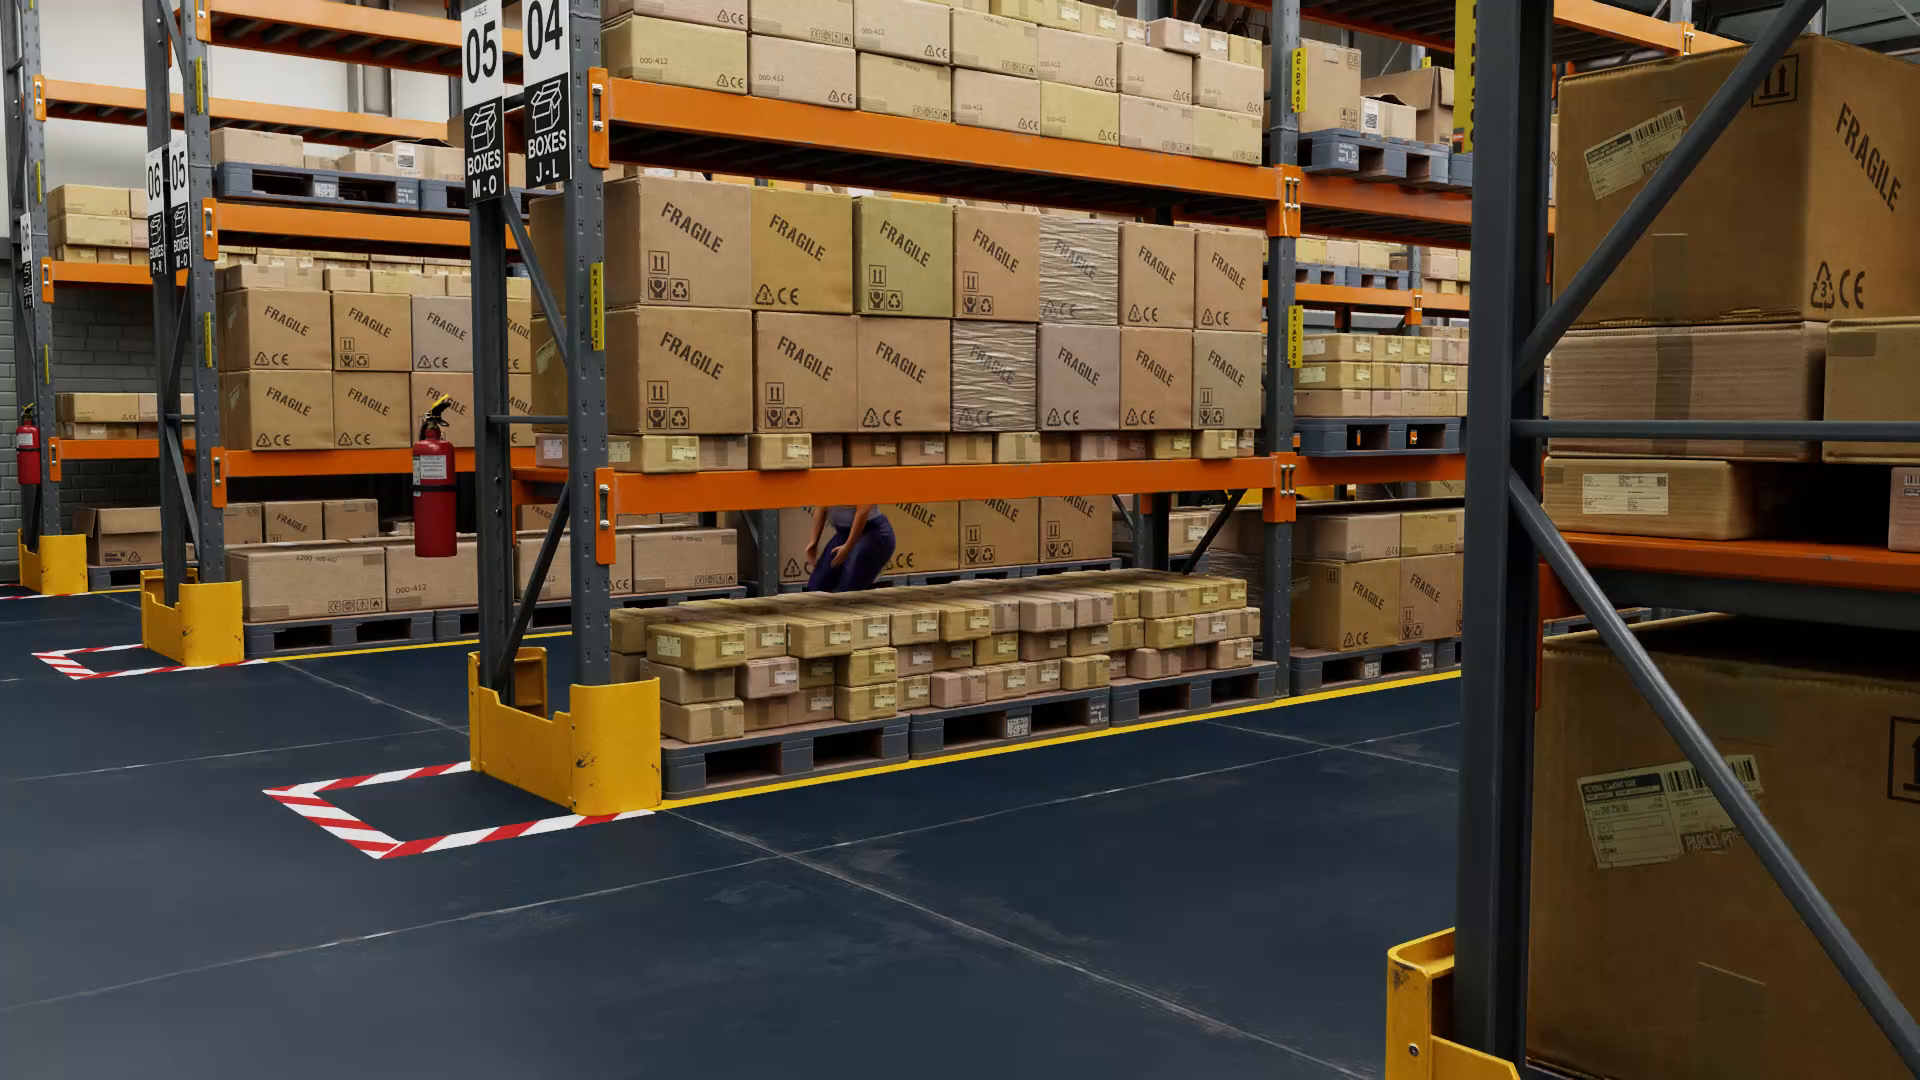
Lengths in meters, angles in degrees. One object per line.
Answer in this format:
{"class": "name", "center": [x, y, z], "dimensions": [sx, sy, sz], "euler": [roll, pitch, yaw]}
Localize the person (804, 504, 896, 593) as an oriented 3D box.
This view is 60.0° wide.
{"class": "person", "center": [-0.674, 0.025, 10.275], "dimensions": [0.573, 1.469, 0.528], "euler": [-3, 6, -38]}
